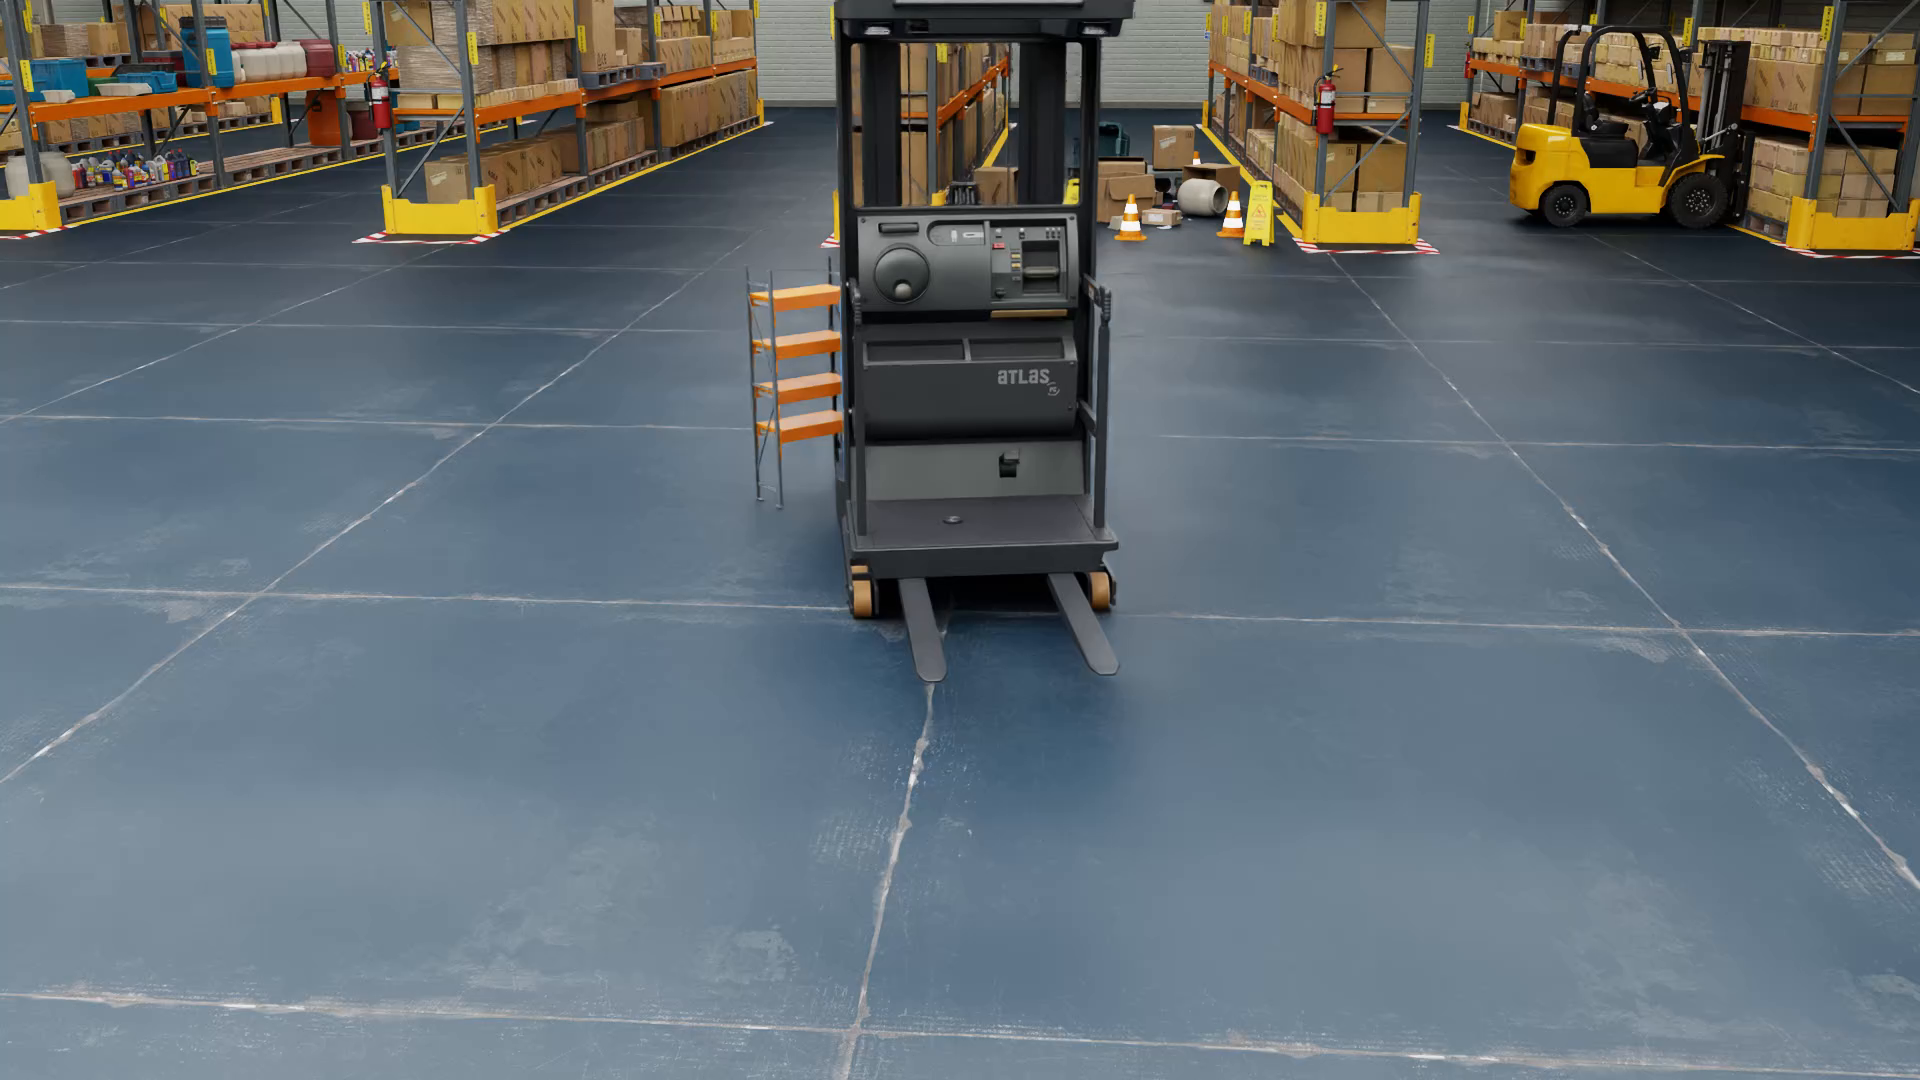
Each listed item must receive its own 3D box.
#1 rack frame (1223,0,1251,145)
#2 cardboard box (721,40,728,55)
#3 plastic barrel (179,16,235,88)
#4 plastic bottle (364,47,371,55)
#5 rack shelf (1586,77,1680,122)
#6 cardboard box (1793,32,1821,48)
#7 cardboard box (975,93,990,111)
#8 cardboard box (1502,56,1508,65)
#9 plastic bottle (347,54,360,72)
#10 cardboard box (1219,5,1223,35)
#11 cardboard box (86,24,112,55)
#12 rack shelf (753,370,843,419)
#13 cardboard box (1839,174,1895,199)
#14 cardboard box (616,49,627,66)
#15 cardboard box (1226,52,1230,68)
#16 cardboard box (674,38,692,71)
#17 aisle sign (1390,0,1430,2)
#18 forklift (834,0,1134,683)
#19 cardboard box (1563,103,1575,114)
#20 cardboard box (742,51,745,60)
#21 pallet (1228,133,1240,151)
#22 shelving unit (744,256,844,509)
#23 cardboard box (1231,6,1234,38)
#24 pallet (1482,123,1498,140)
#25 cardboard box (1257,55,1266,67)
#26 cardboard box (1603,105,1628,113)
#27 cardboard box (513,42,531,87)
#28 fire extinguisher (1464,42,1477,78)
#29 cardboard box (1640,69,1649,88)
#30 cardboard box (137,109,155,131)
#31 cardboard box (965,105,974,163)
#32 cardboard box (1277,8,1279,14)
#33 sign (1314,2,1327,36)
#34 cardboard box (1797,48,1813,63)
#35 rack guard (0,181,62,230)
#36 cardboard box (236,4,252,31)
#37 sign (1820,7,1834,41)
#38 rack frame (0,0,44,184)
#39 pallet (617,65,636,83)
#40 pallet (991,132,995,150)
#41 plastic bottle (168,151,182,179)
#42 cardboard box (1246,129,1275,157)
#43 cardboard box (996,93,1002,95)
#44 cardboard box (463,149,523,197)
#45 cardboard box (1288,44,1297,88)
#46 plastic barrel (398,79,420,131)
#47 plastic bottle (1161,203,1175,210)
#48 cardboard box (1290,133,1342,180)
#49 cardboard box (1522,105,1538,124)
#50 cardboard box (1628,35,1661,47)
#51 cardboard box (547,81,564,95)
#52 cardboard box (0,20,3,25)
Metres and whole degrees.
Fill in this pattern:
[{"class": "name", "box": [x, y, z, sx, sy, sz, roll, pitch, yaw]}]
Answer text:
[{"class": "rack frame", "box": [5.065, -8.286, 28.393, 1.000, 3.000, 0.127, 1, 18, 4]}, {"class": "cardboard box", "box": [-4.484, -8.871, 29.943, 0.500, 0.250, 0.500, 1, 18, 4]}, {"class": "plastic barrel", "box": [-10.003, -6.484, 22.090, 0.600, 0.901, 0.708, 1, 18, 4]}, {"class": "plastic bottle", "box": [-9.740, -7.921, 27.358, 0.144, 0.351, 0.185, 1, 18, 4]}, {"class": "rack shelf", "box": [9.586, -5.971, 22.483, 1.077, 0.370, 4.000, 1, 18, 4]}, {"class": "cardboard box", "box": [8.950, -5.221, 17.361, 0.380, 0.149, 0.250, 2, 18, 5]}, {"class": "cardboard box", "box": [0.209, -7.010, 26.636, 0.500, 0.250, 0.500, 1, 18, 4]}, {"class": "cardboard box", "box": [9.815, -8.485, 29.404, 0.380, 0.149, 0.250, 1, 18, 3]}, {"class": "plastic bottle", "box": [-9.660, -7.587, 26.460, 0.152, 0.276, 0.135, 1, 18, 4]}, {"class": "cardboard box", "box": [4.895, -9.277, 29.651, 0.500, 0.500, 0.500, 2, 18, 5]}, {"class": "cardboard box", "box": [-14.765, -8.426, 27.986, 0.700, 0.500, 0.500, -3, 18, -10]}, {"class": "rack shelf", "box": [-0.787, -0.742, 8.467, 0.480, 0.148, 0.258, -14, 21, -36]}, {"class": "cardboard box", "box": [9.397, -3.721, 17.400, 0.500, 0.250, 0.500, 2, 18, 5]}, {"class": "cardboard box", "box": [-4.956, -6.876, 23.633, 0.396, 0.266, 0.258, 1, 18, 2]}, {"class": "cardboard box", "box": [4.770, -8.084, 28.017, 0.500, 0.250, 0.500, 1, 18, 3]}, {"class": "cardboard box", "box": [-4.694, -7.932, 27.151, 0.500, 0.500, 0.500, 1, 18, 4]}, {"class": "aisle sign", "box": [4.509, -5.768, 16.534, 0.394, 0.787, 0.004, 1, 18, 4]}, {"class": "forklift", "box": [0.060, -1.175, 6.801, 1.130, 2.935, 3.031, -2, 18, -5]}, {"class": "cardboard box", "box": [9.645, -6.737, 25.966, 0.380, 0.149, 0.250, 1, 18, 3]}, {"class": "cardboard box", "box": [-4.302, -9.195, 31.570, 0.380, 0.149, 0.250, 1, 18, 3]}, {"class": "pallet", "box": [5.085, -6.719, 28.090, 1.003, 0.211, 1.213, 1, 18, 4]}, {"class": "shelving unit", "box": [-0.788, -0.807, 8.448, 0.503, 1.200, 0.258, -14, 21, -36]}, {"class": "cardboard box", "box": [4.738, -8.520, 27.340, 0.500, 0.500, 0.500, 1, 18, 4]}, {"class": "pallet", "box": [10.151, -7.444, 30.303, 1.003, 0.211, 1.213, 1, 18, 4]}, {"class": "cardboard box", "box": [4.410, -6.771, 23.498, 0.380, 0.149, 0.250, 1, 18, 4]}, {"class": "cardboard box", "box": [10.061, -6.570, 25.454, 0.380, 0.149, 0.250, 2, 18, 5]}, {"class": "cardboard box", "box": [-5.570, -5.606, 19.577, 0.875, 0.500, 0.500, 1, 18, 4]}, {"class": "fire extinguisher", "box": [9.852, -9.260, 32.090, 0.296, 0.674, 0.183, 1, 18, 4]}, {"class": "cardboard box", "box": [9.315, -6.092, 21.939, 0.500, 0.250, 0.500, 1, 18, 4]}, {"class": "cardboard box", "box": [-14.493, -7.437, 29.112, 0.500, 0.500, 0.500, 1, 18, 4]}, {"class": "cardboard box", "box": [-0.359, -5.794, 23.728, 1.050, 0.750, 0.750, 2, 18, 5]}, {"class": "cardboard box", "box": [4.336, -6.861, 21.689, 0.380, 0.149, 0.250, 1, 18, 2]}, {"class": "sign", "box": [3.653, -5.278, 16.846, 0.100, 0.325, 0.005, 1, 18, 4]}, {"class": "cardboard box", "box": [8.890, -4.999, 17.159, 0.380, 0.149, 0.250, 2, 18, 5]}, {"class": "rack guard", "box": [-10.661, -3.727, 18.495, 1.175, 0.500, 0.348, 1, 18, 4]}, {"class": "cardboard box", "box": [-14.206, -10.193, 32.447, 0.500, 0.500, 0.500, 2, 18, 5]}, {"class": "sign", "box": [8.616, -5.128, 16.517, 0.100, 0.325, 0.005, 1, 18, 4]}, {"class": "rack frame", "box": [-10.620, -4.891, 18.031, 1.000, 3.000, 0.127, 1, 18, 4]}, {"class": "pallet", "box": [-5.207, -6.558, 23.427, 1.003, 0.211, 1.213, 1, 18, 4]}, {"class": "pallet", "box": [0.066, -6.798, 28.330, 1.003, 0.211, 1.213, 1, 18, 4]}, {"class": "plastic bottle", "box": [-10.106, -4.817, 21.354, 0.144, 0.351, 0.185, 0, 18, 1]}, {"class": "cardboard box", "box": [4.728, -5.819, 24.410, 0.950, 0.372, 0.625, 0, 18, 0]}, {"class": "cardboard box", "box": [0.622, -8.565, 32.192, 0.380, 0.149, 0.250, 1, 18, 5]}, {"class": "cardboard box", "box": [-5.546, -4.366, 19.769, 0.500, 0.500, 0.500, 3, 18, 9]}, {"class": "cardboard box", "box": [4.120, -5.547, 19.397, 0.500, 0.500, 0.500, 1, 18, 3]}, {"class": "plastic barrel", "box": [-9.816, -7.651, 29.152, 0.600, 0.901, 0.708, 1, 18, 4]}, {"class": "plastic bottle", "box": [2.528, -4.046, 20.172, 0.133, 0.061, 0.283, 4, 19, 13]}, {"class": "cardboard box", "box": [4.079, -4.381, 19.014, 0.500, 0.500, 0.500, 1, 18, 3]}, {"class": "cardboard box", "box": [9.757, -7.043, 27.939, 0.500, 0.500, 0.500, 2, 18, 6]}, {"class": "cardboard box", "box": [9.331, -6.796, 22.644, 0.380, 0.149, 0.250, 2, 18, 5]}, {"class": "cardboard box", "box": [-5.127, -5.596, 20.587, 0.380, 0.149, 0.250, 1, 18, 4]}, {"class": "cardboard box", "box": [-19.422, -9.839, 32.650, 0.980, 0.700, 0.700, 1, 18, 3]}]
